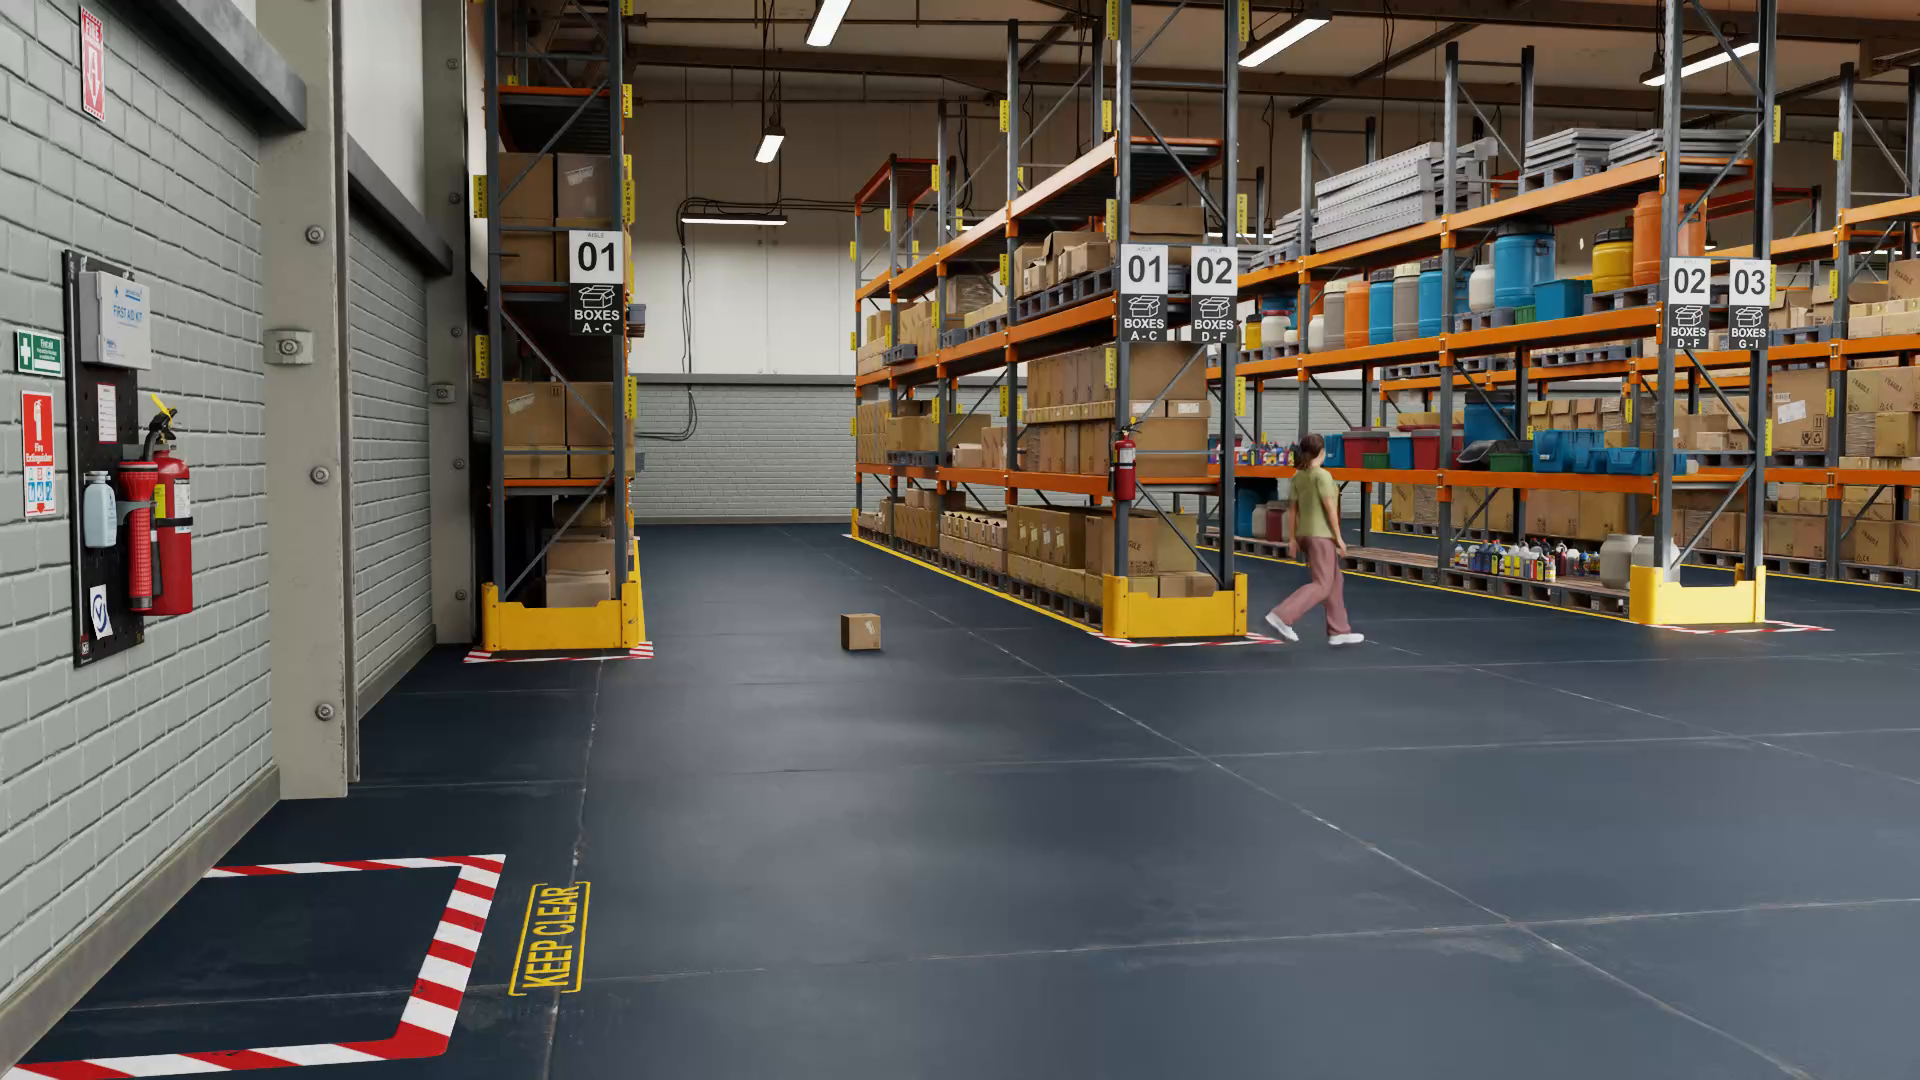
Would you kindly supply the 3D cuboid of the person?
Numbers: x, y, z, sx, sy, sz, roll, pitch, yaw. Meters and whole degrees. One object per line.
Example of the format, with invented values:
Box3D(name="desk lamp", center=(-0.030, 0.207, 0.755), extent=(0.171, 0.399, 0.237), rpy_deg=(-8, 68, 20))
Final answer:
Box3D(name="person", center=(2.725, 0.004, 12.801), extent=(0.889, 1.625, 0.474), rpy_deg=(-1, 3, -20))
